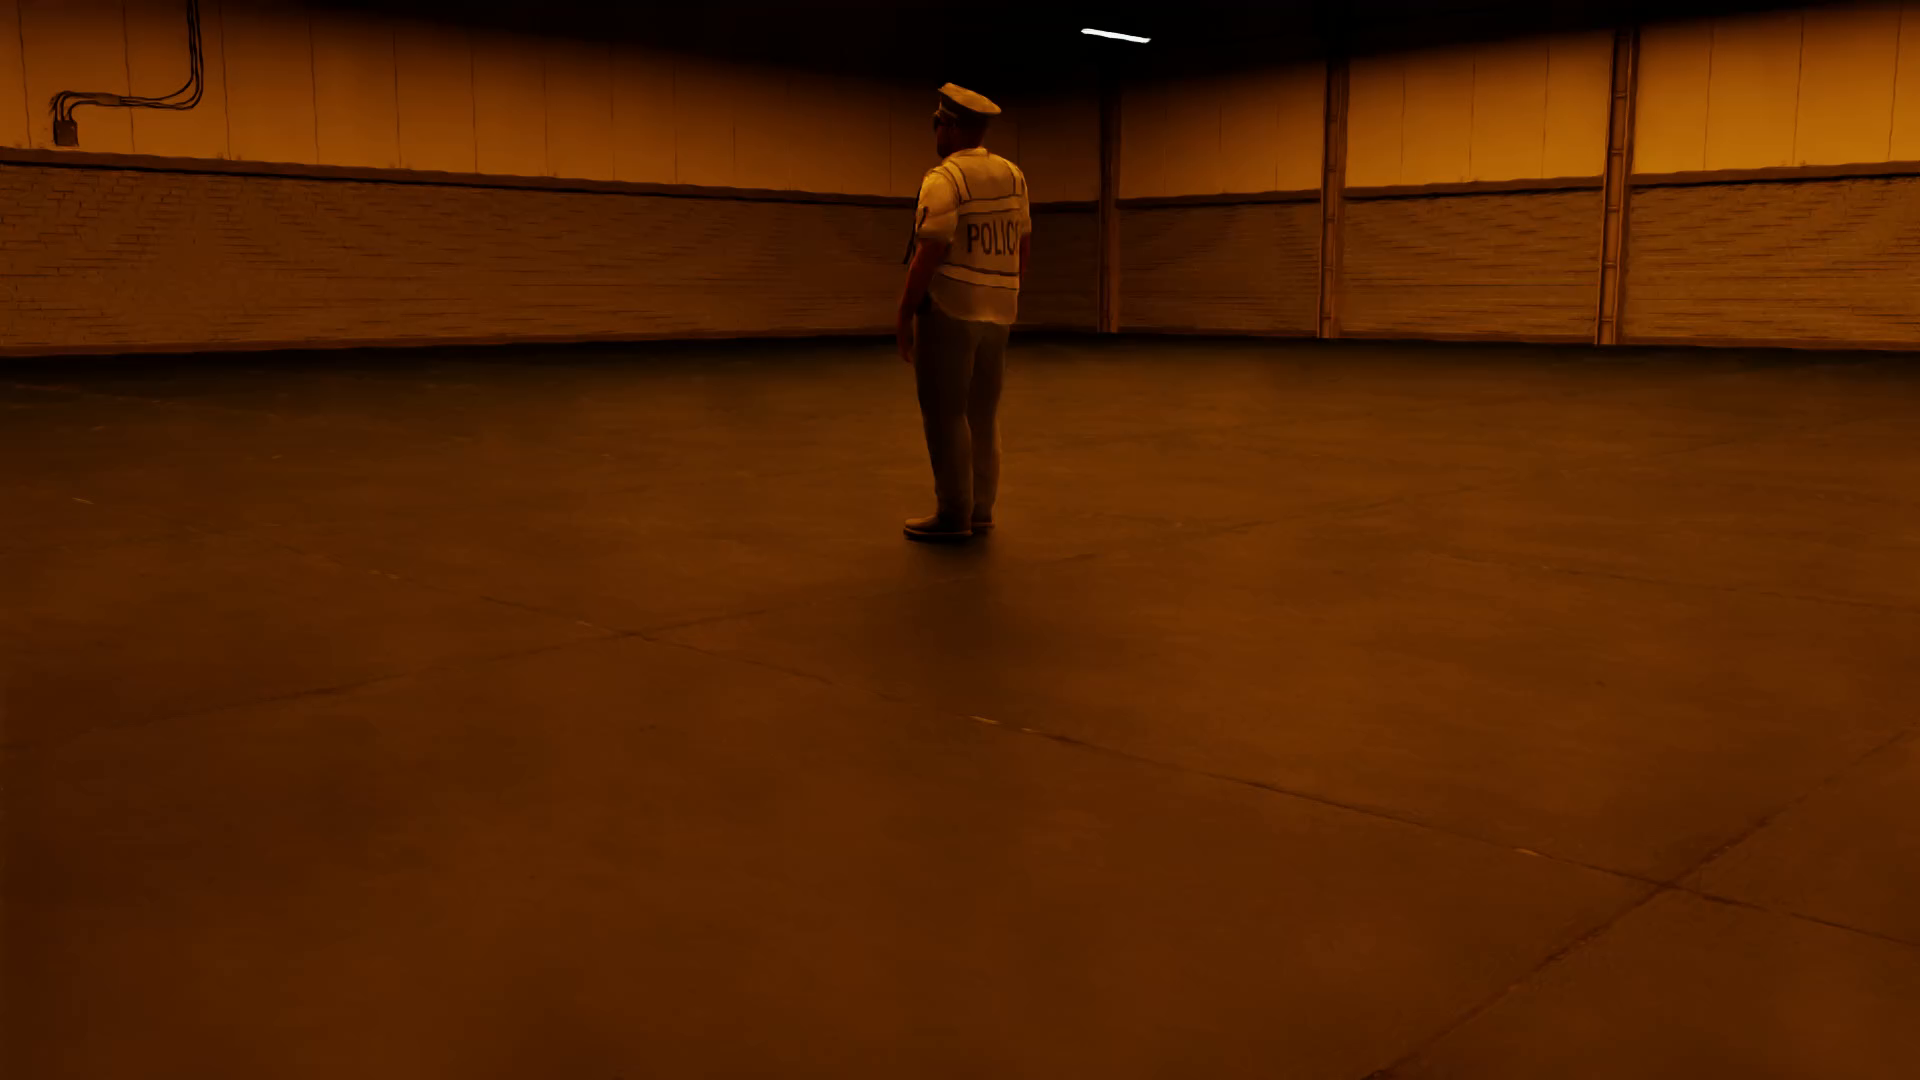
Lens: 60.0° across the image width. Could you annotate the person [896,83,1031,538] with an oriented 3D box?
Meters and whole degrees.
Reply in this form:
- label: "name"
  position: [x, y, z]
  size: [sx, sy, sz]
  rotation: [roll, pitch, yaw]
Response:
- label: "person"
  position: [-0.048, -0.897, 6.645]
  size: [0.574, 1.778, 0.640]
  rotation: [8, 12, 43]
